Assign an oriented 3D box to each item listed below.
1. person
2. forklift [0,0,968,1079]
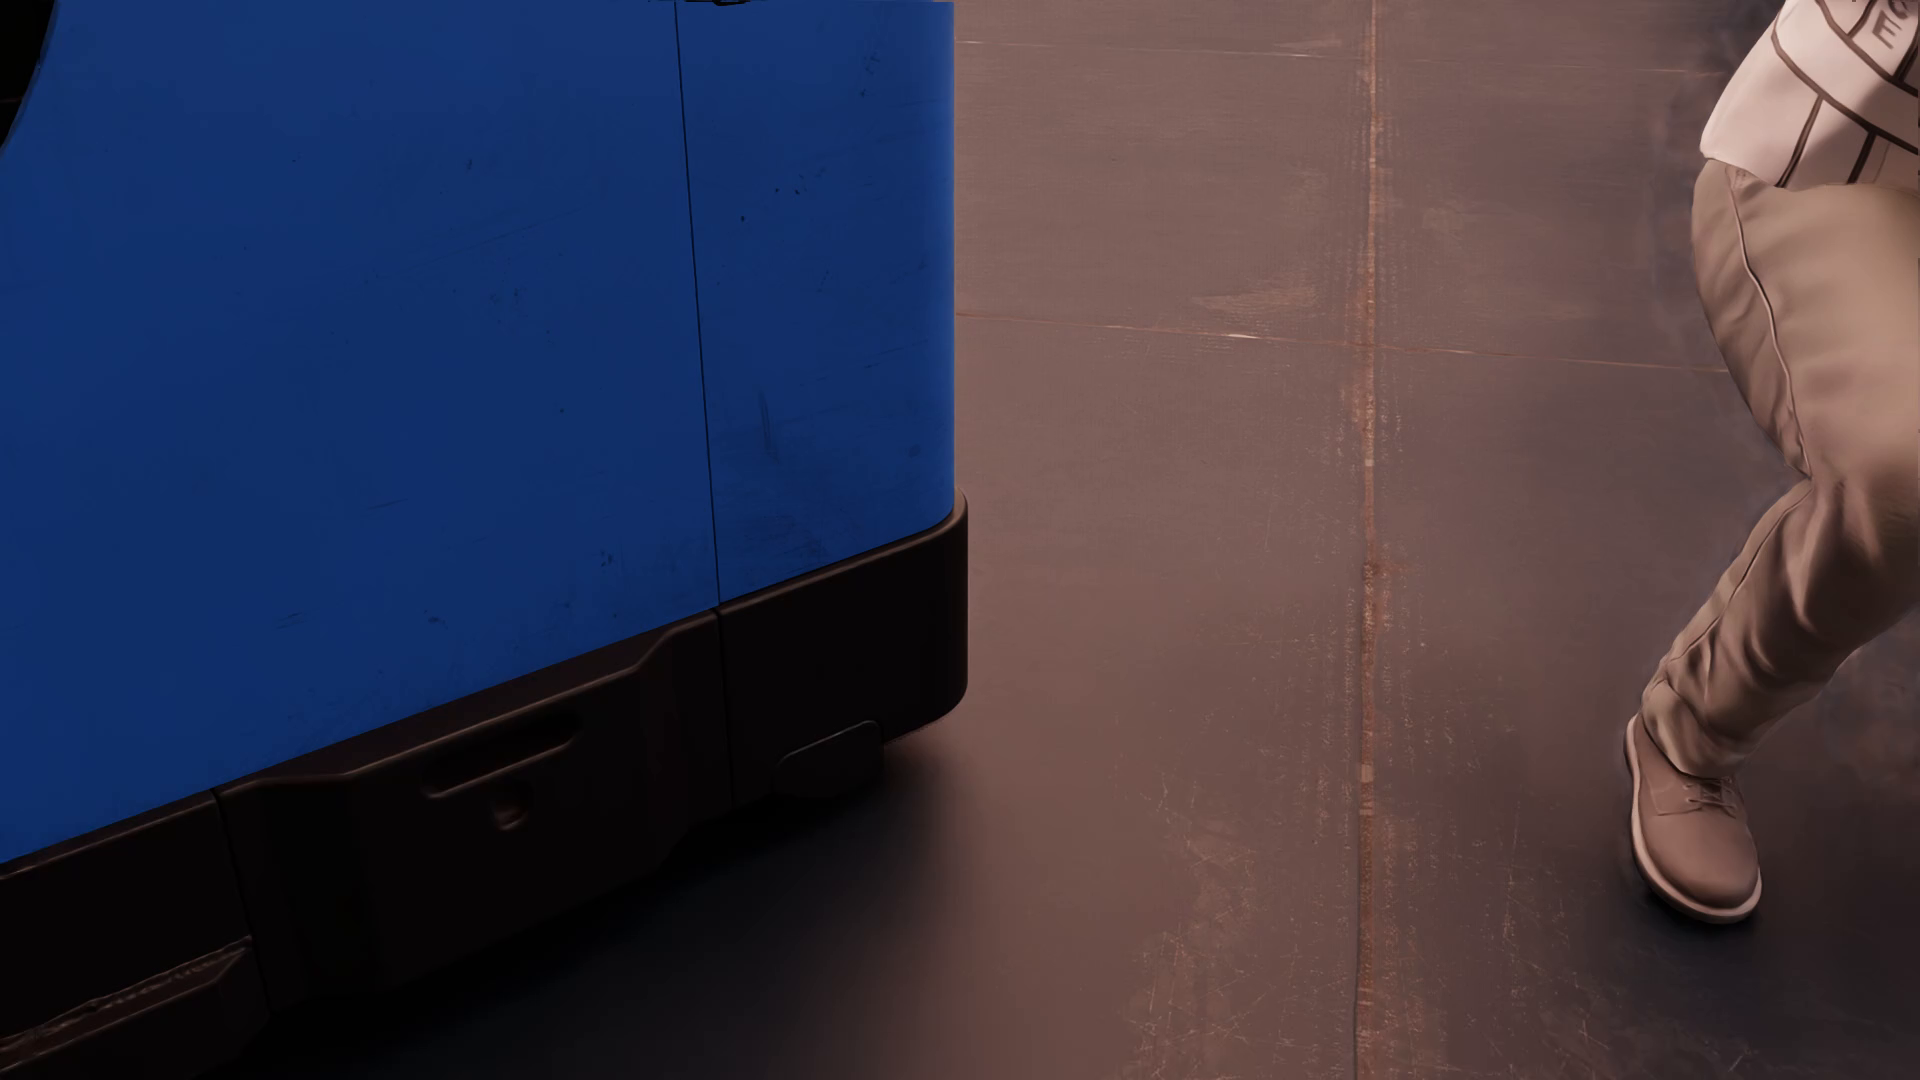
[{"bbox_3d":[0.987,-0.257,1.499,0.739,1.414,0.910,3,27,6],"label":"person"},{"bbox_3d":[-1.452,-0.815,0.862,3.031,2.935,1.130,-20,33,-34],"label":"forklift"}]
